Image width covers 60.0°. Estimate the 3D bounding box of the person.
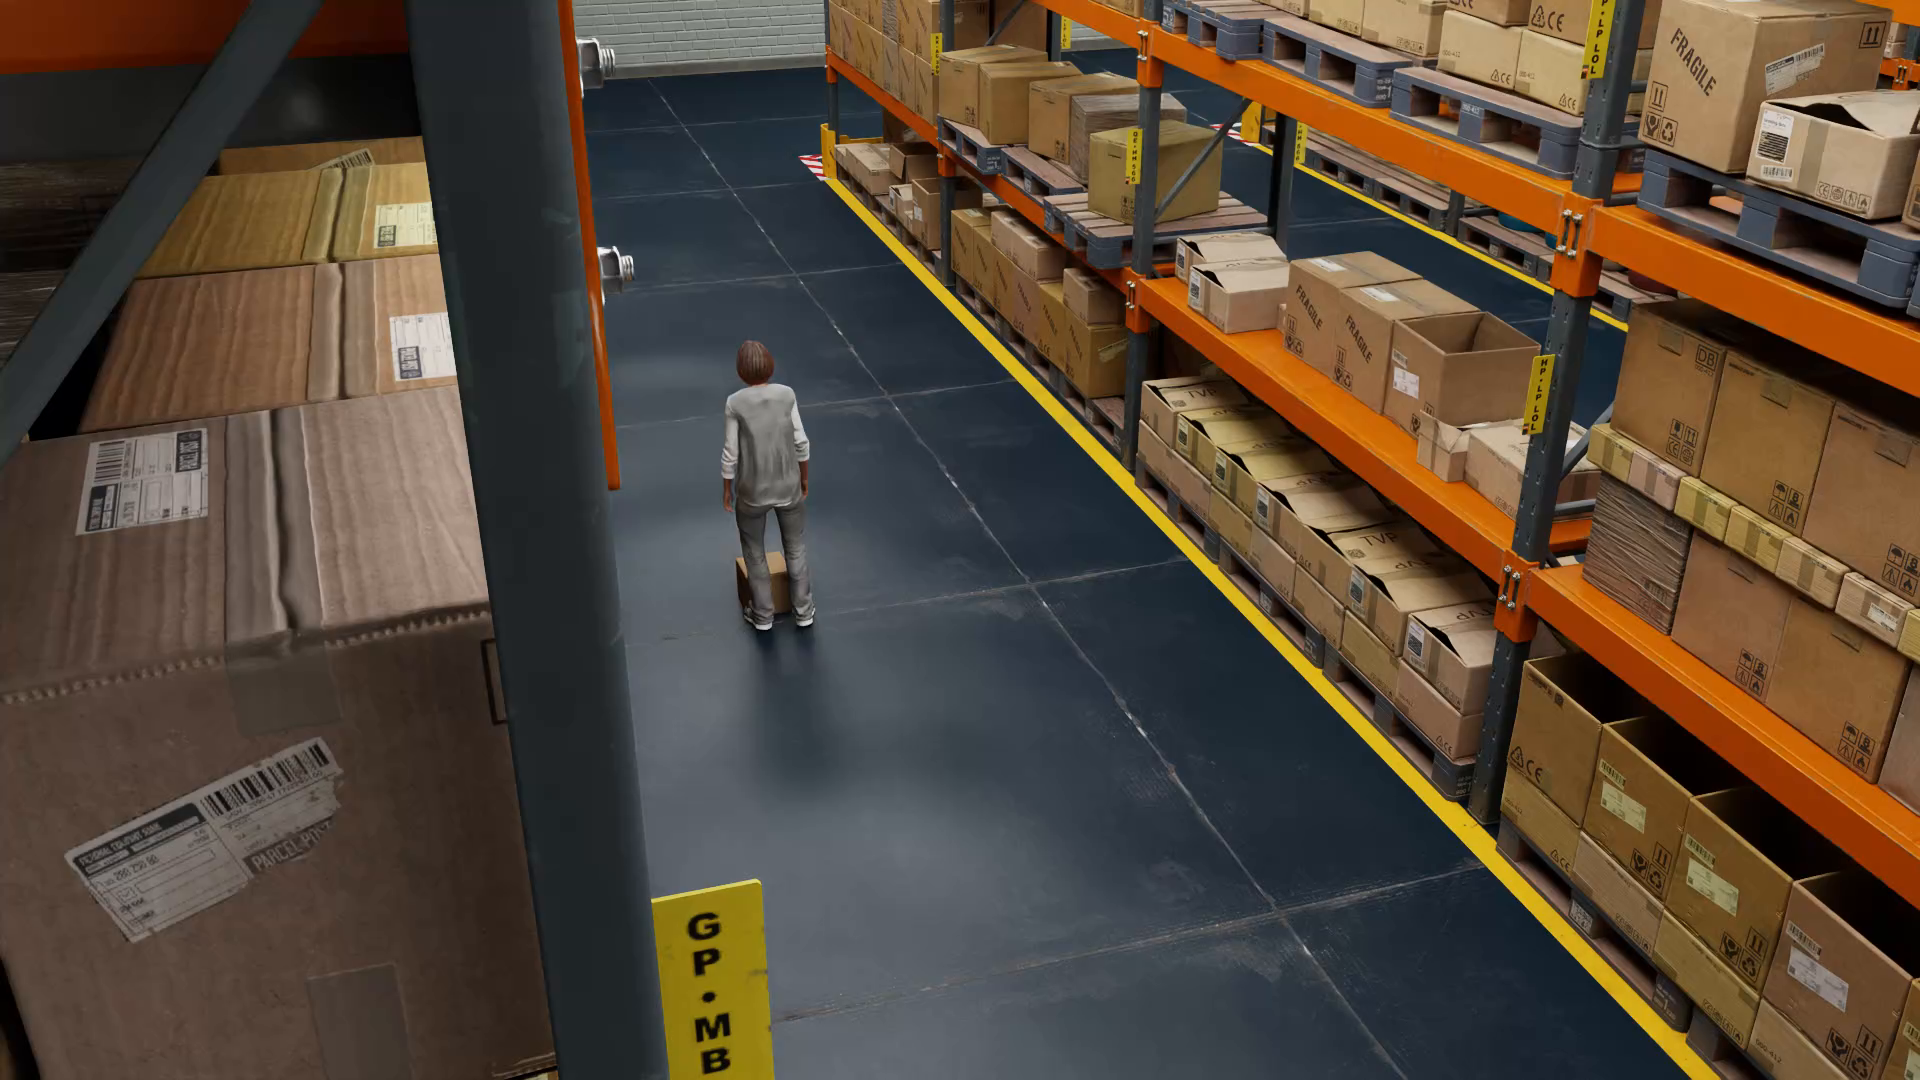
[{"bbox_3d":[-1.002,-0.261,8.647,0.477,1.592,0.367,-9,28,-17],"label":"person"}]
